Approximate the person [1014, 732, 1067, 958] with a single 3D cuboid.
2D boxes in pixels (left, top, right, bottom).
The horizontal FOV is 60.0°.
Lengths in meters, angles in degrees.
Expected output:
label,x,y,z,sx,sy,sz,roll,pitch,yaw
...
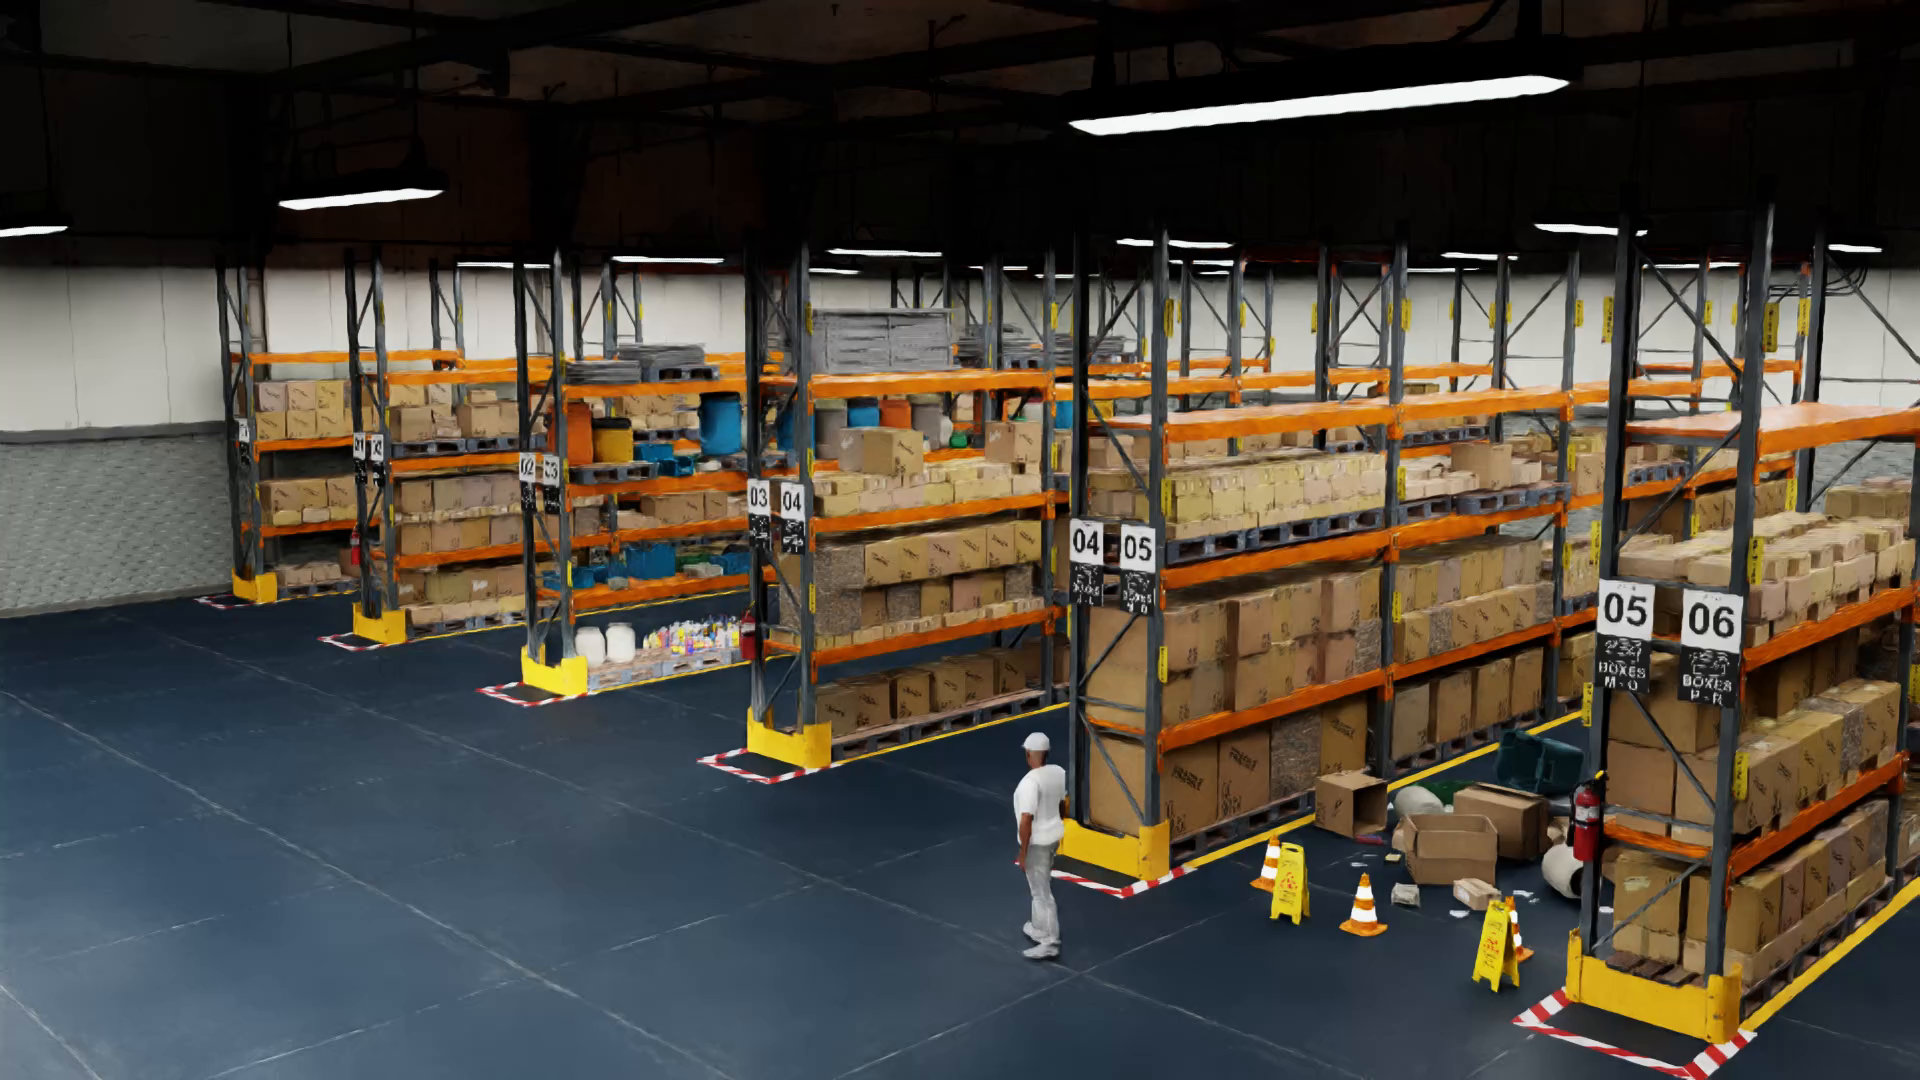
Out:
label,x,y,z,sx,sy,sz,roll,pitch,yaw
person,0.629,2.413,13.357,0.522,1.769,0.676,5,10,32
